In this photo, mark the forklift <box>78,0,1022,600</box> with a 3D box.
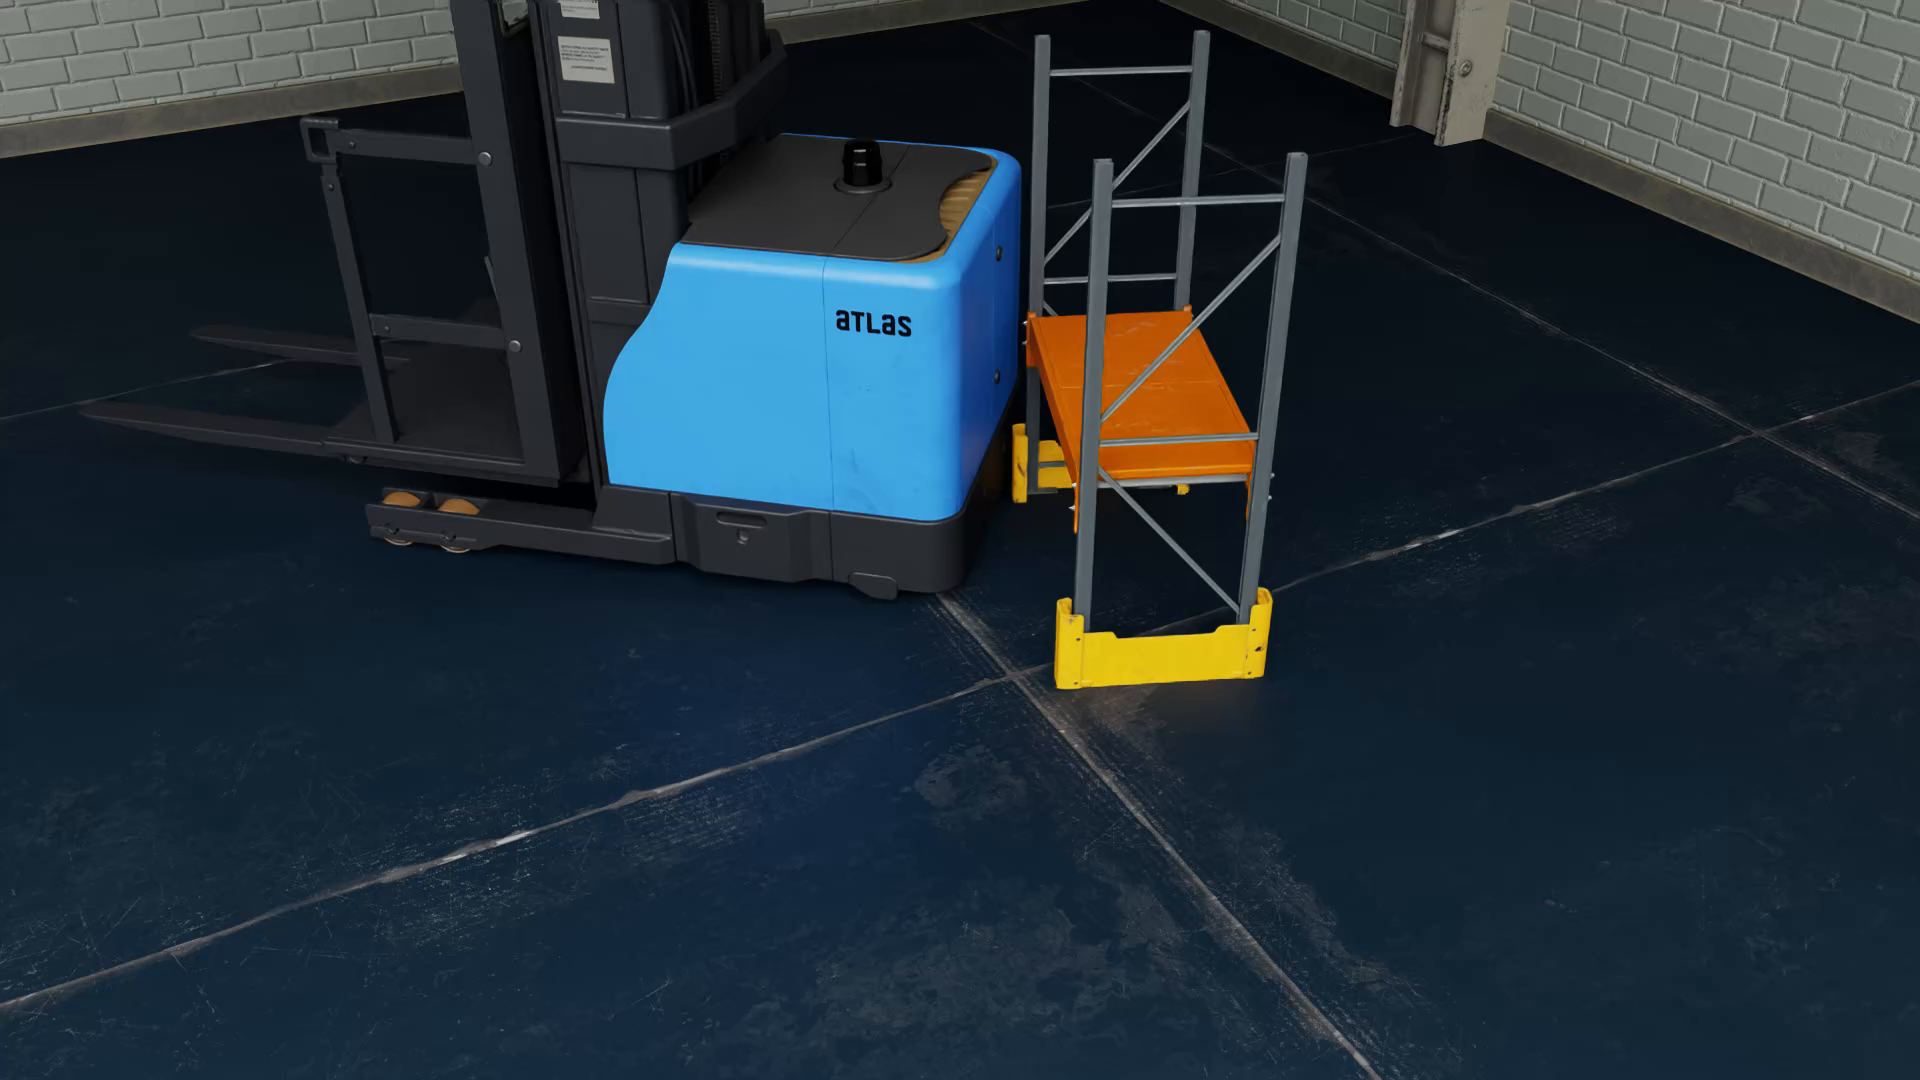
[{"bbox_3d":[-1.369,-1.462,4.816,3.031,2.935,1.130,7,33,11],"label":"forklift"}]

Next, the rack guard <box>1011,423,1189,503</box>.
[{"bbox_3d":[0.462,-0.263,5.429,0.587,0.250,0.087,-3,33,-5],"label":"rack guard"}]

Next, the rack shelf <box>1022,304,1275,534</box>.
[{"bbox_3d":[0.510,-0.375,4.779,0.538,0.185,1.000,-3,33,-5],"label":"rack shelf"}]

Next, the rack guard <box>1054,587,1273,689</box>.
[{"bbox_3d":[0.558,0.272,4.594,0.587,0.250,0.087,-3,33,-5],"label":"rack guard"}]

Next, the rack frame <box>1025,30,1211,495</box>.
[{"bbox_3d":[0.461,-0.800,5.108,0.500,1.500,0.032,-3,33,-5],"label":"rack frame"}]

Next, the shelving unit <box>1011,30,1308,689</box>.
[{"bbox_3d":[0.510,-0.522,4.674,0.587,1.500,1.083,-3,33,-5],"label":"shelving unit"}]

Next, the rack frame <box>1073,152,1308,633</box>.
[{"bbox_3d":[0.558,-0.254,4.256,0.500,1.500,0.032,-3,33,-5],"label":"rack frame"}]

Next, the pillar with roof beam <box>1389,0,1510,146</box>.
[{"bbox_3d":[-1.360,-4.808,4.413,9.100,9.000,0.400,-16,36,-23],"label":"pillar with roof beam"}]
